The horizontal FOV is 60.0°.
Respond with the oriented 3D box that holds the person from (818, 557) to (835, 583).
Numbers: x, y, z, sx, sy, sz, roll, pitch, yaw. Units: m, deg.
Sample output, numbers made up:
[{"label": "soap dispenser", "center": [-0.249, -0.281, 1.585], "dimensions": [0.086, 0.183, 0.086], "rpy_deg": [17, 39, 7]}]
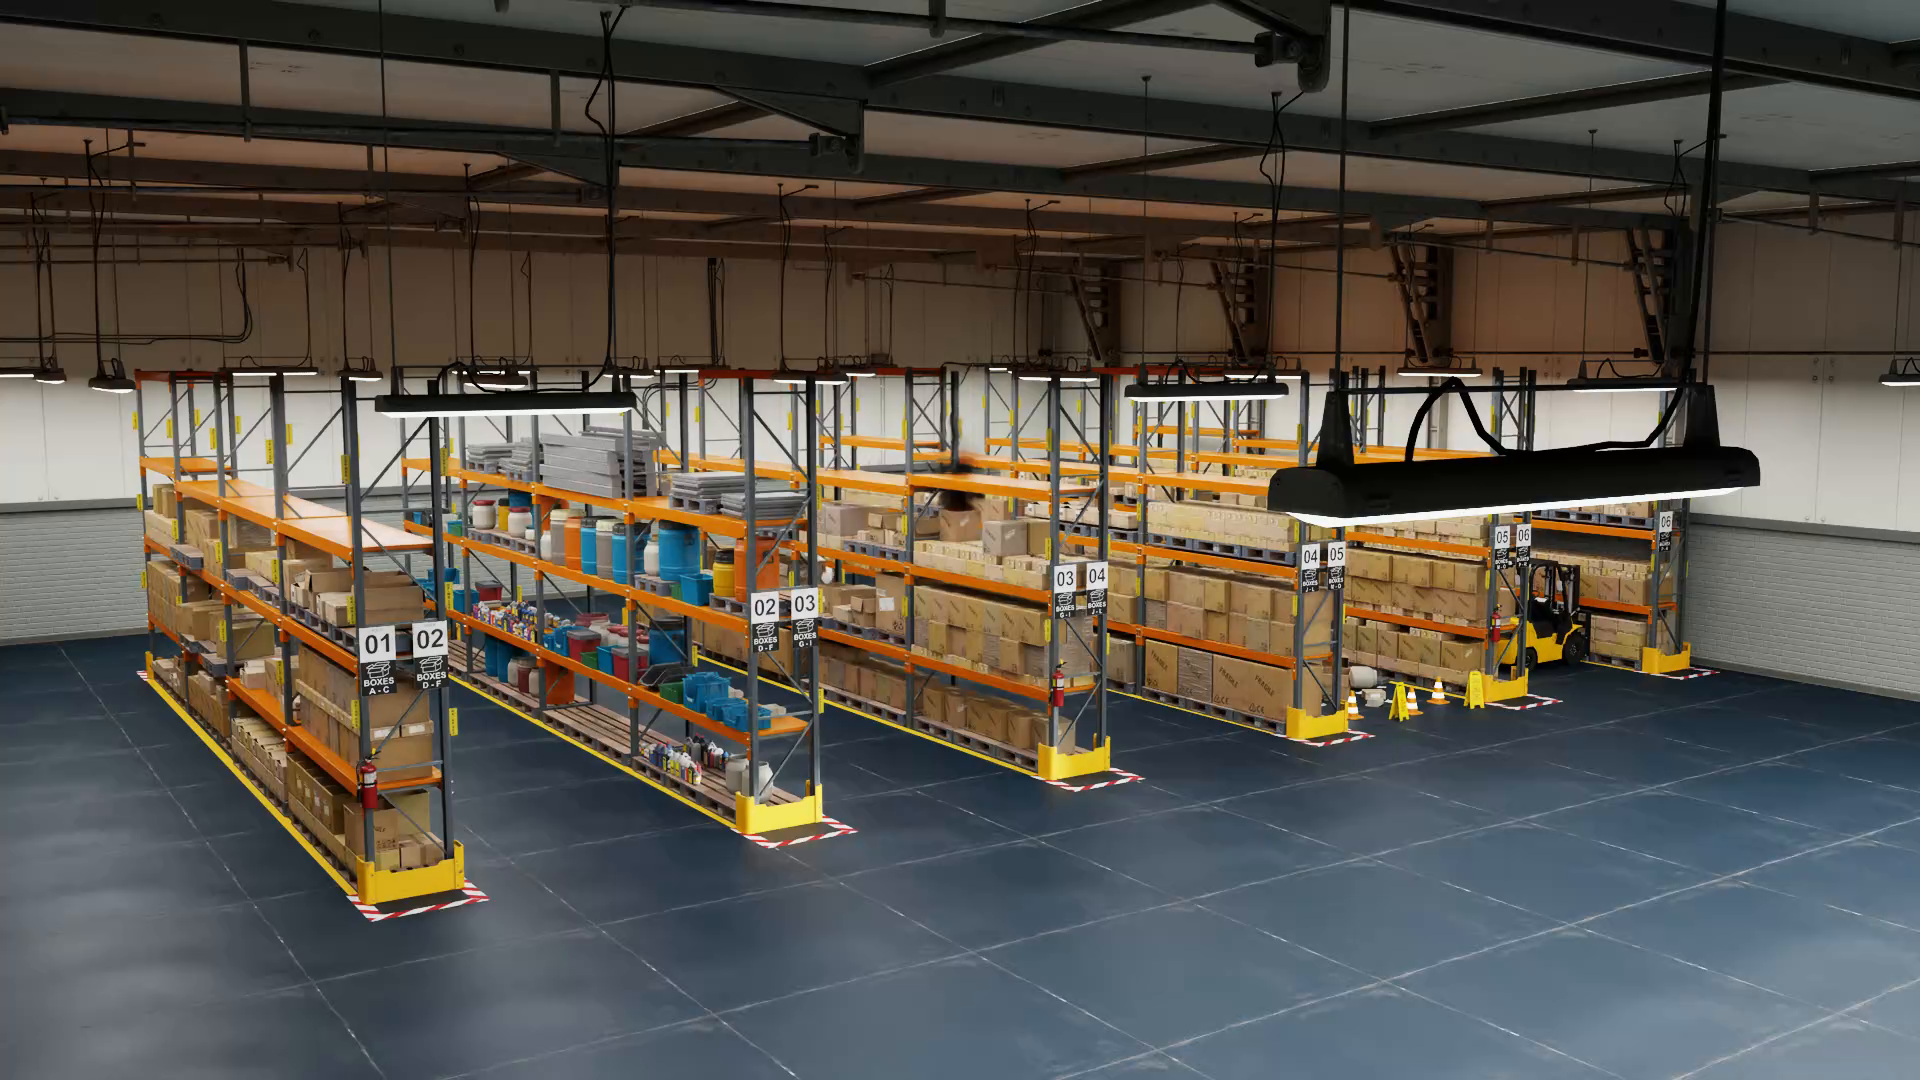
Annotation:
[{"label": "person", "center": [-3.070, 1.226, 37.691], "dimensions": [0.734, 1.719, 0.666], "rpy_deg": [-3, 7, -23]}]
